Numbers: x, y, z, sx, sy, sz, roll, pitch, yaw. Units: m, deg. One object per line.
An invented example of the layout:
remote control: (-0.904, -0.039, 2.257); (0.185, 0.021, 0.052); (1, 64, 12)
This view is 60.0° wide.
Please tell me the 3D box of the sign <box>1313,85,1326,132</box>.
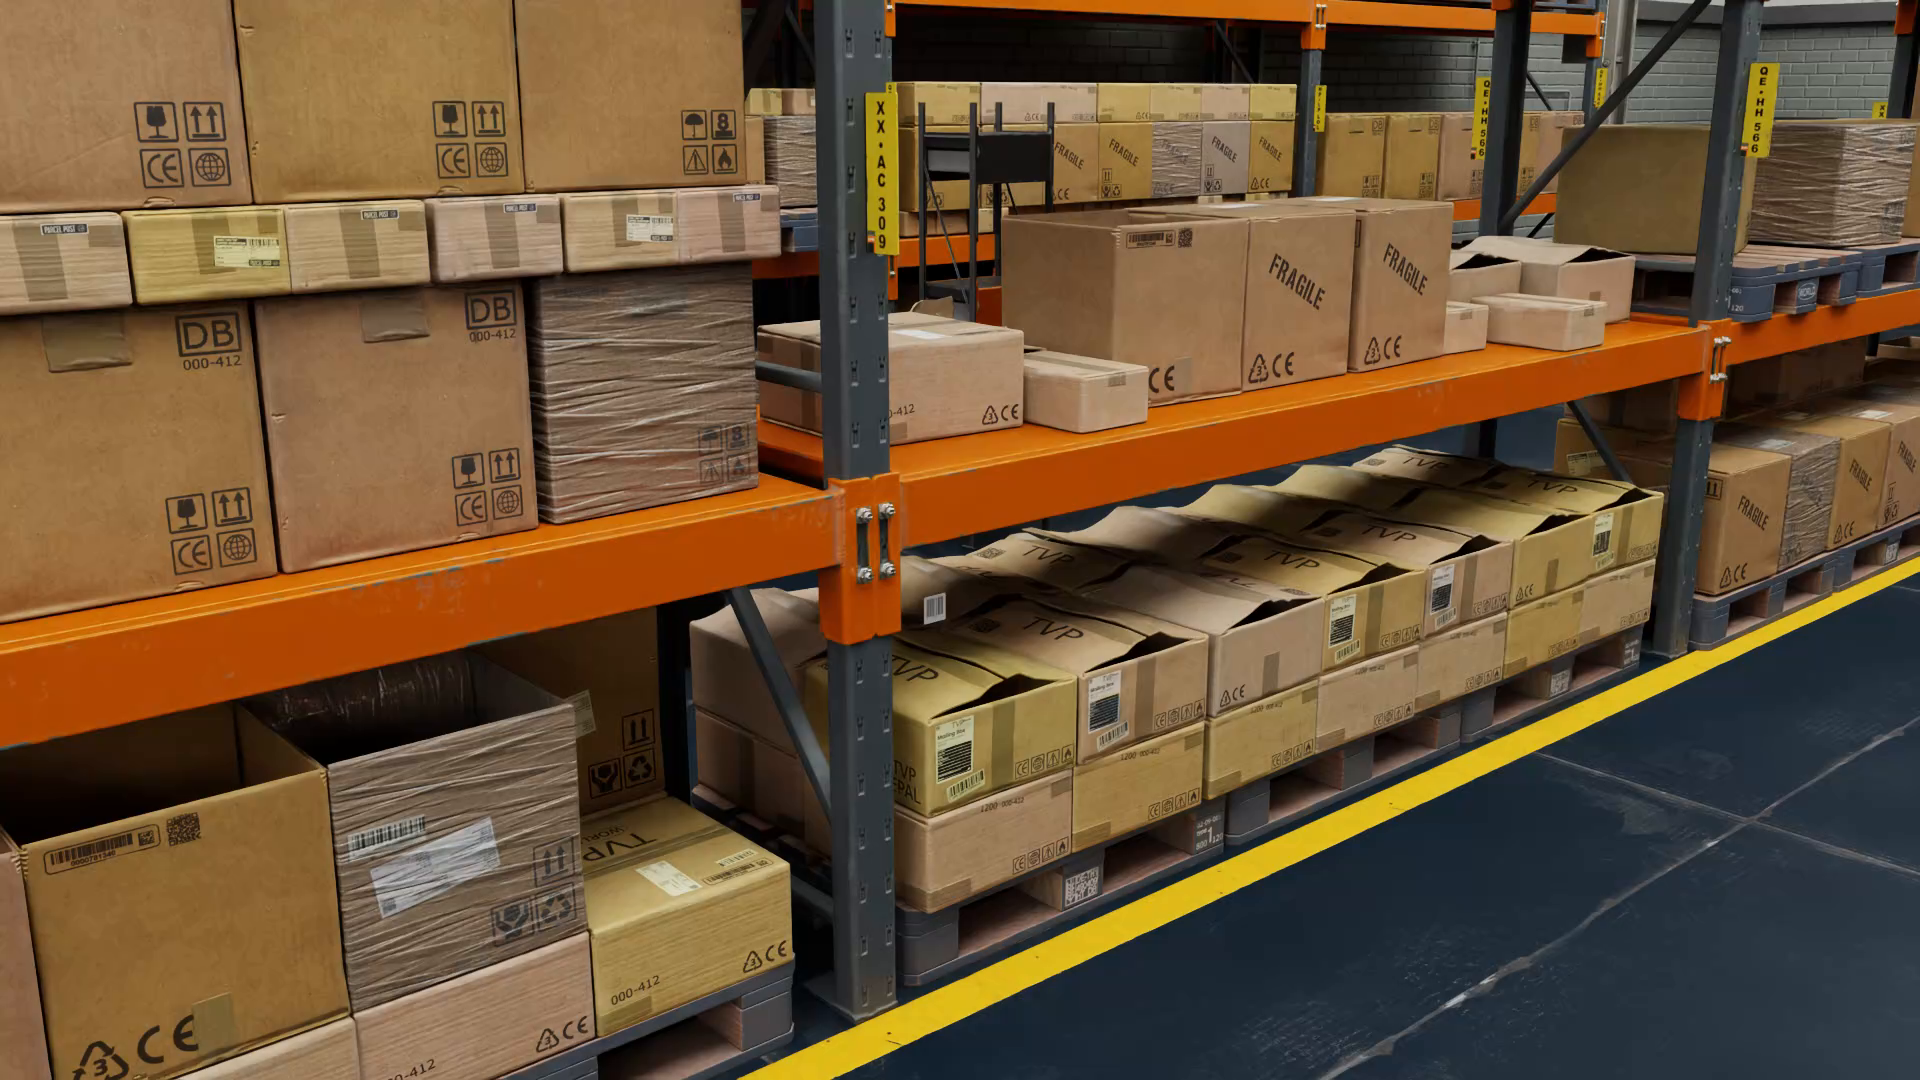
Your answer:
sign: (2.618, -3.142, 12.111); (0.005, 0.325, 0.100); (-13, 19, -39)

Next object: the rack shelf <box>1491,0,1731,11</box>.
rack shelf: (0.983, -1.847, 4.932); (4.000, 0.370, 1.077); (-13, 19, -39)

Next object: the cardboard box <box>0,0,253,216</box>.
cardboard box: (-1.615, -0.834, 2.853); (0.500, 0.500, 0.700); (-13, 20, -39)

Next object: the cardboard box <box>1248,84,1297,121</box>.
cardboard box: (2.070, -3.160, 12.006); (0.500, 0.250, 0.500); (-12, 19, -38)

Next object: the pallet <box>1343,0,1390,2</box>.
pallet: (2.879, -4.268, 12.775); (1.213, 0.211, 1.003); (-13, 19, -39)

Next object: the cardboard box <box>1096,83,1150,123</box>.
cardboard box: (0.910, -2.903, 11.042); (0.500, 0.250, 0.500); (-13, 20, -40)

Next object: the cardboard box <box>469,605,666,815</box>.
cardboard box: (-1.081, 0.375, 4.096); (0.500, 0.500, 0.500); (-13, 19, -39)

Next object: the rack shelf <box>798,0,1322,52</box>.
rack shelf: (0.746, -3.488, 11.077); (4.000, 0.370, 1.077); (-13, 19, -39)

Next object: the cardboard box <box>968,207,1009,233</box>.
cardboard box: (0.089, -2.016, 10.433); (0.250, 0.149, 0.380); (-12, 19, -38)

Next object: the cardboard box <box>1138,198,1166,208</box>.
cardboard box: (1.198, -2.294, 11.475); (0.250, 0.149, 0.380); (-13, 20, -41)

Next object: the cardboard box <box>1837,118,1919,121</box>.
cardboard box: (5.005, -1.976, 8.827); (0.700, 0.500, 0.500); (8, 17, 28)

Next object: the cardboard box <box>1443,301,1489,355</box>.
cardboard box: (1.567, -0.735, 5.677); (0.250, 0.149, 0.380); (-11, 18, -35)

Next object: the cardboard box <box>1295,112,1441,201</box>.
cardboard box: (3.229, -3.081, 13.392); (0.700, 0.700, 0.980); (-13, 20, -41)

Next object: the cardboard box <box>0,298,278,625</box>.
cardboard box: (-1.631, -0.203, 3.004); (0.500, 0.500, 0.700); (-12, 19, -39)

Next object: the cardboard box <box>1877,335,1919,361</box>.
cardboard box: (5.753, -0.918, 9.865); (0.500, 0.500, 0.500); (-13, 19, -39)

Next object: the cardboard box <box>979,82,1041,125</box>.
cardboard box: (0.154, -2.729, 10.394); (0.500, 0.250, 0.500); (-13, 20, -40)

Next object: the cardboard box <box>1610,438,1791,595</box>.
cardboard box: (3.023, -0.110, 6.841); (0.500, 0.500, 0.500); (-12, 19, -37)

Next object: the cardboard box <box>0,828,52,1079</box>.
cardboard box: (-1.859, 0.734, 2.752); (0.500, 0.500, 0.500); (-13, 19, -39)

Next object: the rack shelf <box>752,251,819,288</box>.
rack shelf: (-2.272, -1.361, 8.927); (4.000, 0.370, 1.077); (-13, 19, -39)

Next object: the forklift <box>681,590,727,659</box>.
forklift: (-2.295, -0.784, 5.505); (1.130, 2.935, 3.031); (14, 20, 41)

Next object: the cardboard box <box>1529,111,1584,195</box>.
cardboard box: (4.894, -3.459, 14.807); (0.700, 0.700, 0.980); (-12, 19, -37)

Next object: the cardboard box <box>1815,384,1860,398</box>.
cardboard box: (4.207, -0.556, 8.510); (0.500, 0.500, 0.500); (-12, 19, -39)

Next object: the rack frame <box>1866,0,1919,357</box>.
rack frame: (5.509, -1.761, 9.032); (0.127, 3.000, 1.000); (-13, 19, -39)

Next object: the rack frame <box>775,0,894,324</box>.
rack frame: (-0.763, -2.047, 10.103); (0.127, 3.000, 1.000); (-13, 19, -39)

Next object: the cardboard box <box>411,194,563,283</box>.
cardboard box: (-0.974, -0.594, 3.209); (0.250, 0.149, 0.380); (-13, 20, -41)

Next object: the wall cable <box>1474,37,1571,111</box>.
wall cable: (5.617, -4.295, 16.547); (1.851, 1.984, 0.084); (-13, 19, -39)

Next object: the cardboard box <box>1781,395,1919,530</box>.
cardboard box: (4.186, -0.373, 7.826); (0.500, 0.500, 0.500); (-14, 20, -41)

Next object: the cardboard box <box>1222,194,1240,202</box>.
cardboard box: (1.786, -2.419, 11.940); (0.250, 0.149, 0.380); (-12, 19, -38)

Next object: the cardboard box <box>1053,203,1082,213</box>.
cardboard box: (0.590, -2.170, 11.009); (0.250, 0.149, 0.380); (-12, 19, -39)

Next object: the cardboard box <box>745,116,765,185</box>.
cardboard box: (-1.515, -2.127, 9.354); (0.700, 0.500, 0.500); (14, 20, 42)

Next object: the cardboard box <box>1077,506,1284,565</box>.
cardboard box: (0.740, 0.066, 5.617); (0.500, 0.311, 0.500); (-13, 20, -40)

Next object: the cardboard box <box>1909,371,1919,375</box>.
cardboard box: (5.325, -0.627, 8.776); (0.500, 0.500, 0.500); (-13, 20, -40)

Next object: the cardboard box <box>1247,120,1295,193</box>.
cardboard box: (2.072, -2.800, 12.109); (0.500, 0.500, 0.500); (-13, 20, -40)

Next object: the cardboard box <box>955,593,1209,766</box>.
cardboard box: (0.331, 0.343, 4.580); (0.500, 0.311, 0.500); (-13, 20, -40)

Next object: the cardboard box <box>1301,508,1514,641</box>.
cardboard box: (1.488, 0.082, 5.559); (0.500, 0.311, 0.500); (-13, 20, -40)

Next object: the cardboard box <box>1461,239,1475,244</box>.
cardboard box: (4.773, -2.633, 15.069); (0.250, 0.149, 0.380); (-12, 19, -39)

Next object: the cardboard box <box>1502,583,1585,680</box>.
cardboard box: (1.869, 0.266, 5.954); (0.500, 0.250, 0.500); (-13, 20, -40)

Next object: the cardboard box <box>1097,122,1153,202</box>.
cardboard box: (0.936, -2.542, 11.146); (0.500, 0.500, 0.500); (-12, 19, -38)

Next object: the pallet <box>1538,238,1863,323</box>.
pallet: (2.957, -1.120, 7.001); (1.003, 0.211, 1.213); (-13, 19, -39)

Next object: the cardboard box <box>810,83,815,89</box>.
cardboard box: (-0.591, -2.739, 10.429); (0.500, 0.250, 0.500); (-12, 19, -38)

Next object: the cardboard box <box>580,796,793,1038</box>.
cardboard box: (-0.732, 0.841, 3.805); (0.500, 0.250, 0.500); (-13, 19, -39)

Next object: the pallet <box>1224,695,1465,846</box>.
pallet: (0.925, 0.601, 5.591); (1.213, 0.211, 1.003); (-13, 19, -39)

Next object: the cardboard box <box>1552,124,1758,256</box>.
cardboard box: (2.893, -1.464, 6.909); (0.700, 0.500, 0.500); (8, 17, 28)

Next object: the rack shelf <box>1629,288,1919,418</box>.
rack shelf: (4.001, -1.075, 7.856); (4.000, 0.370, 1.077); (-13, 19, -39)

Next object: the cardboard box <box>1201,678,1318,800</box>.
cardboard box: (0.717, 0.525, 4.988); (0.500, 0.250, 0.500); (-13, 20, -41)

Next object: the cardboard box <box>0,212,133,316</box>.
cardboard box: (-1.549, -0.465, 2.729); (0.250, 0.149, 0.380); (-12, 19, -38)

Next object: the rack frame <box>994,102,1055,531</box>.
rack frame: (0.309, -1.084, 8.239); (0.015, 2.100, 0.400); (-13, 19, -39)

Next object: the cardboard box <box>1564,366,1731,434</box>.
cardboard box: (3.083, -0.665, 7.467); (0.500, 0.250, 0.500); (-12, 19, -37)

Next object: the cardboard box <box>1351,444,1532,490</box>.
cardboard box: (1.904, -0.198, 6.605); (0.500, 0.311, 0.500); (-12, 19, -38)

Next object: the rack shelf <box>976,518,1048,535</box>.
rack shelf: (0.125, -0.353, 8.268); (0.480, 0.518, 0.431); (-13, 19, -39)

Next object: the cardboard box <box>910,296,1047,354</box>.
cardboard box: (0.017, -0.526, 4.667); (0.258, 0.266, 0.396); (-13, 20, -41)

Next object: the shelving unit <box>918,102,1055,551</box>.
shelving unit: (0.125, -1.042, 8.084); (0.503, 2.100, 0.431); (-13, 19, -39)

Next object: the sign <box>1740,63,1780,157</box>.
sign: (2.859, -1.536, 5.943); (0.005, 0.325, 0.100); (-13, 19, -39)

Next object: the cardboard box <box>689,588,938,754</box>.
cardboard box: (-0.408, 0.324, 4.652); (0.500, 0.311, 0.500); (-13, 19, -39)
